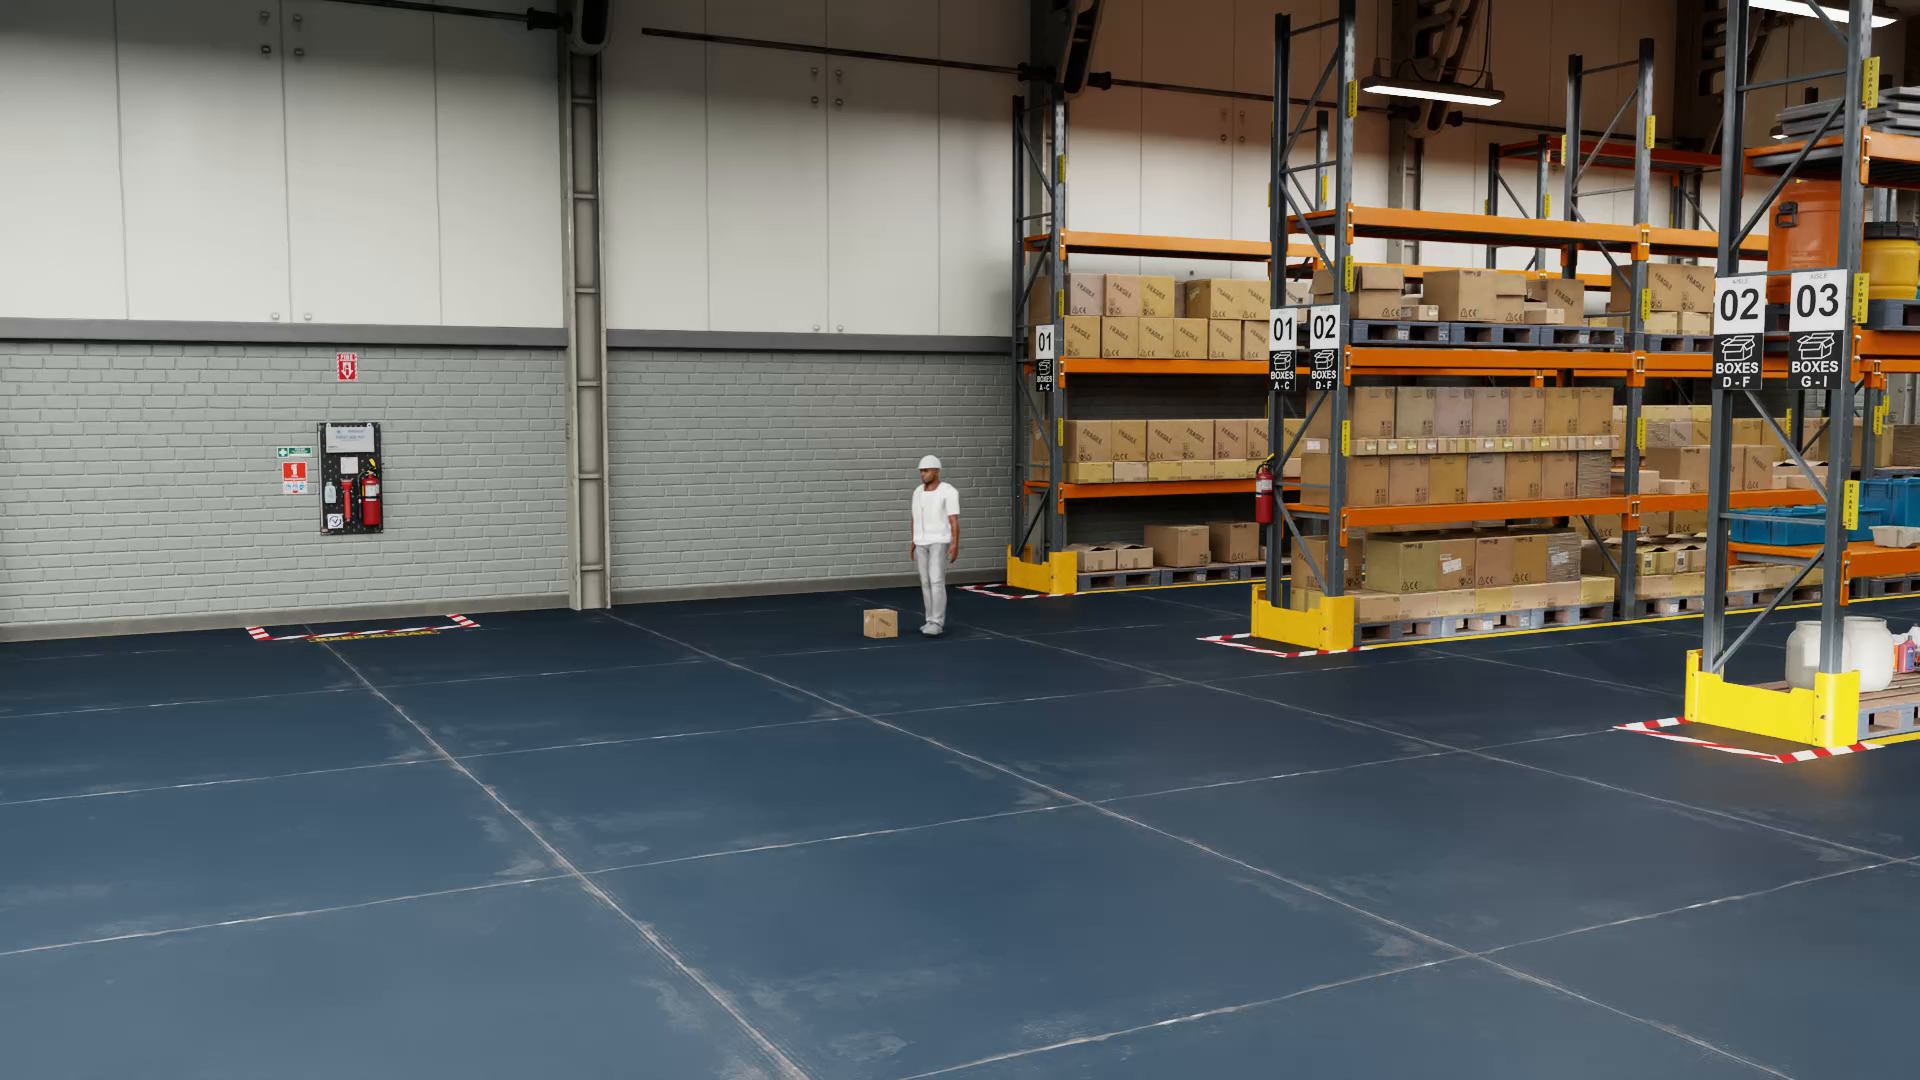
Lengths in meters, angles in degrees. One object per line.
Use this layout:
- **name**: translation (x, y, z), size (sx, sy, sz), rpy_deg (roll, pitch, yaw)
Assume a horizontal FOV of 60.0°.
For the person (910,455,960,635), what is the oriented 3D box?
- **person**: translation (-0.348, 0.051, 16.466), size (0.586, 1.768, 0.617), rpy_deg (4, 6, 38)
